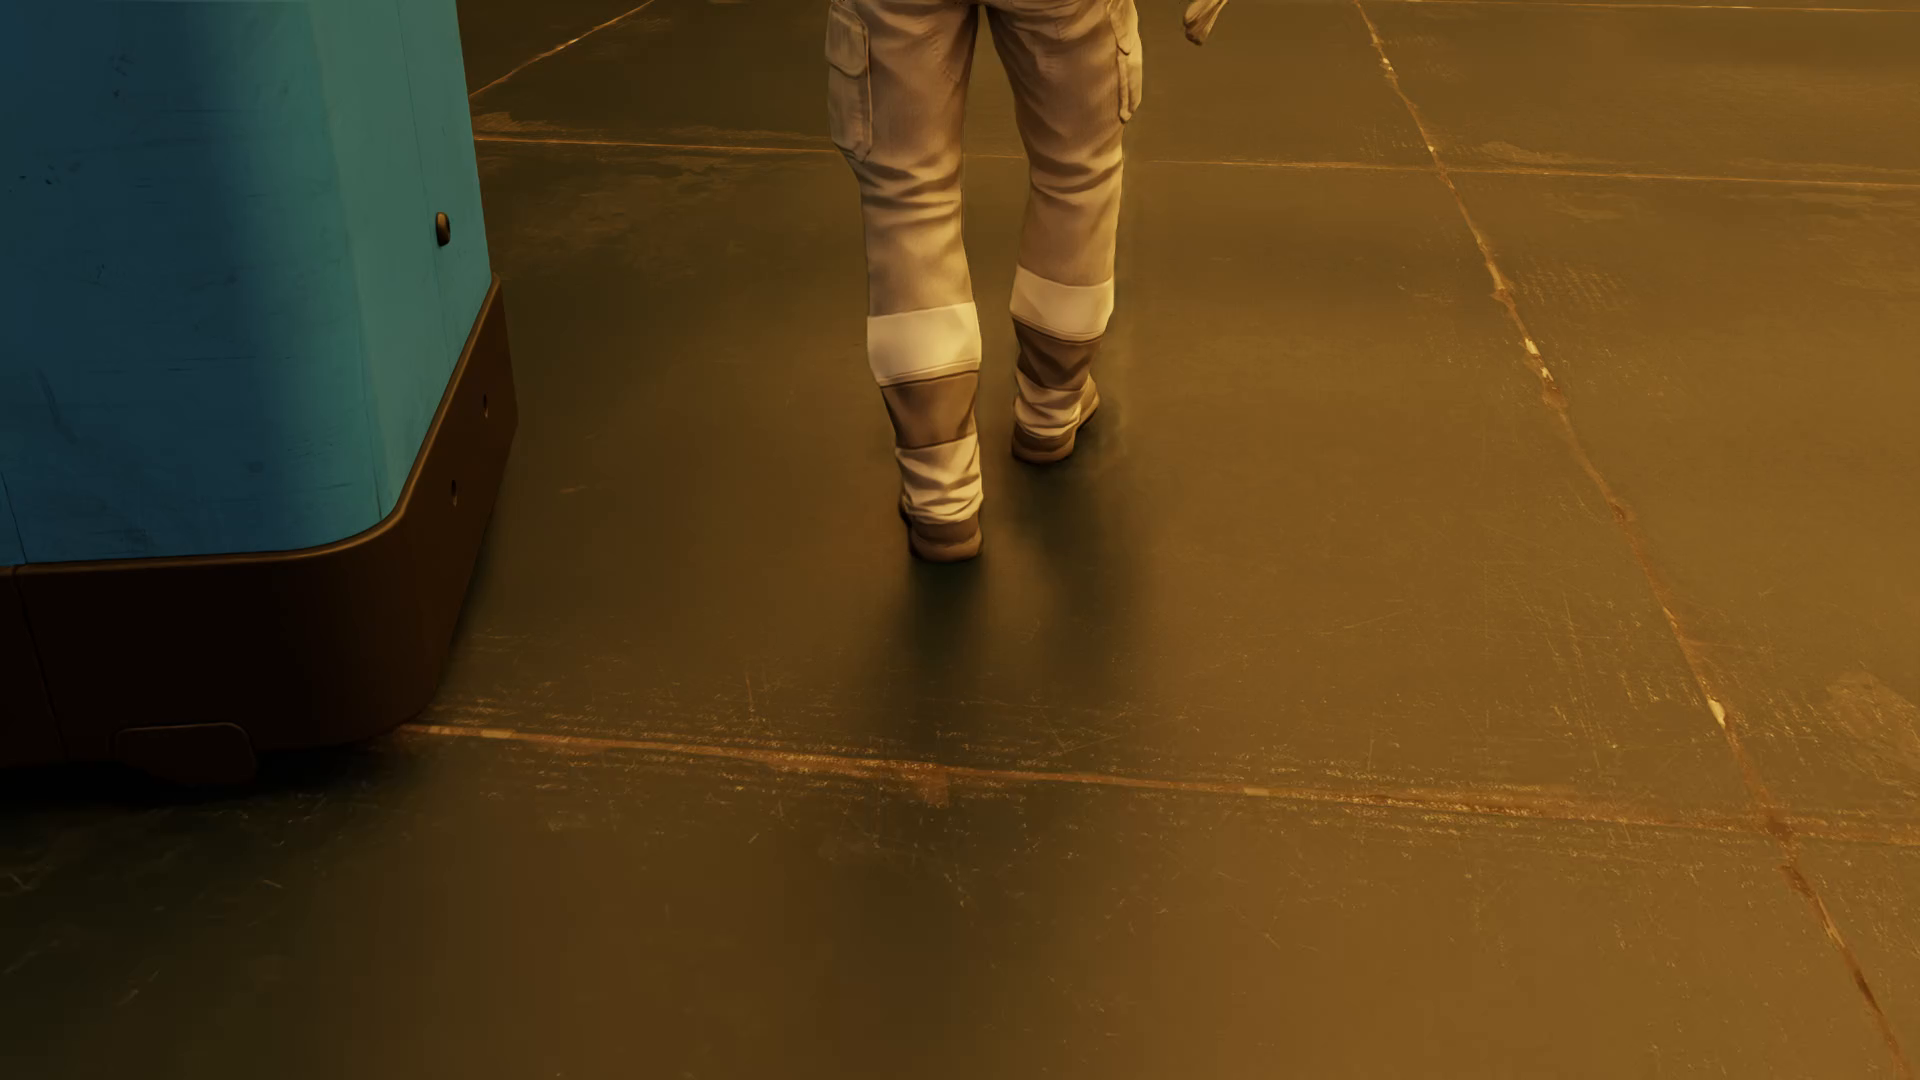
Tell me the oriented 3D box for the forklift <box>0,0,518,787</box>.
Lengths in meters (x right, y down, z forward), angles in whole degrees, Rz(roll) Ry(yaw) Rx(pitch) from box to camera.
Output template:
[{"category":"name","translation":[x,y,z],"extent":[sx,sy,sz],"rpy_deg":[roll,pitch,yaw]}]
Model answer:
[{"category":"forklift","translation":[-2.178,-1.172,1.566],"extent":[3.031,2.935,1.130],"rpy_deg":[-3,27,-6]}]

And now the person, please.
[{"category":"person","translation":[0.006,-0.891,2.322],"extent":[0.724,1.774,0.655],"rpy_deg":[0,27,0]}]
